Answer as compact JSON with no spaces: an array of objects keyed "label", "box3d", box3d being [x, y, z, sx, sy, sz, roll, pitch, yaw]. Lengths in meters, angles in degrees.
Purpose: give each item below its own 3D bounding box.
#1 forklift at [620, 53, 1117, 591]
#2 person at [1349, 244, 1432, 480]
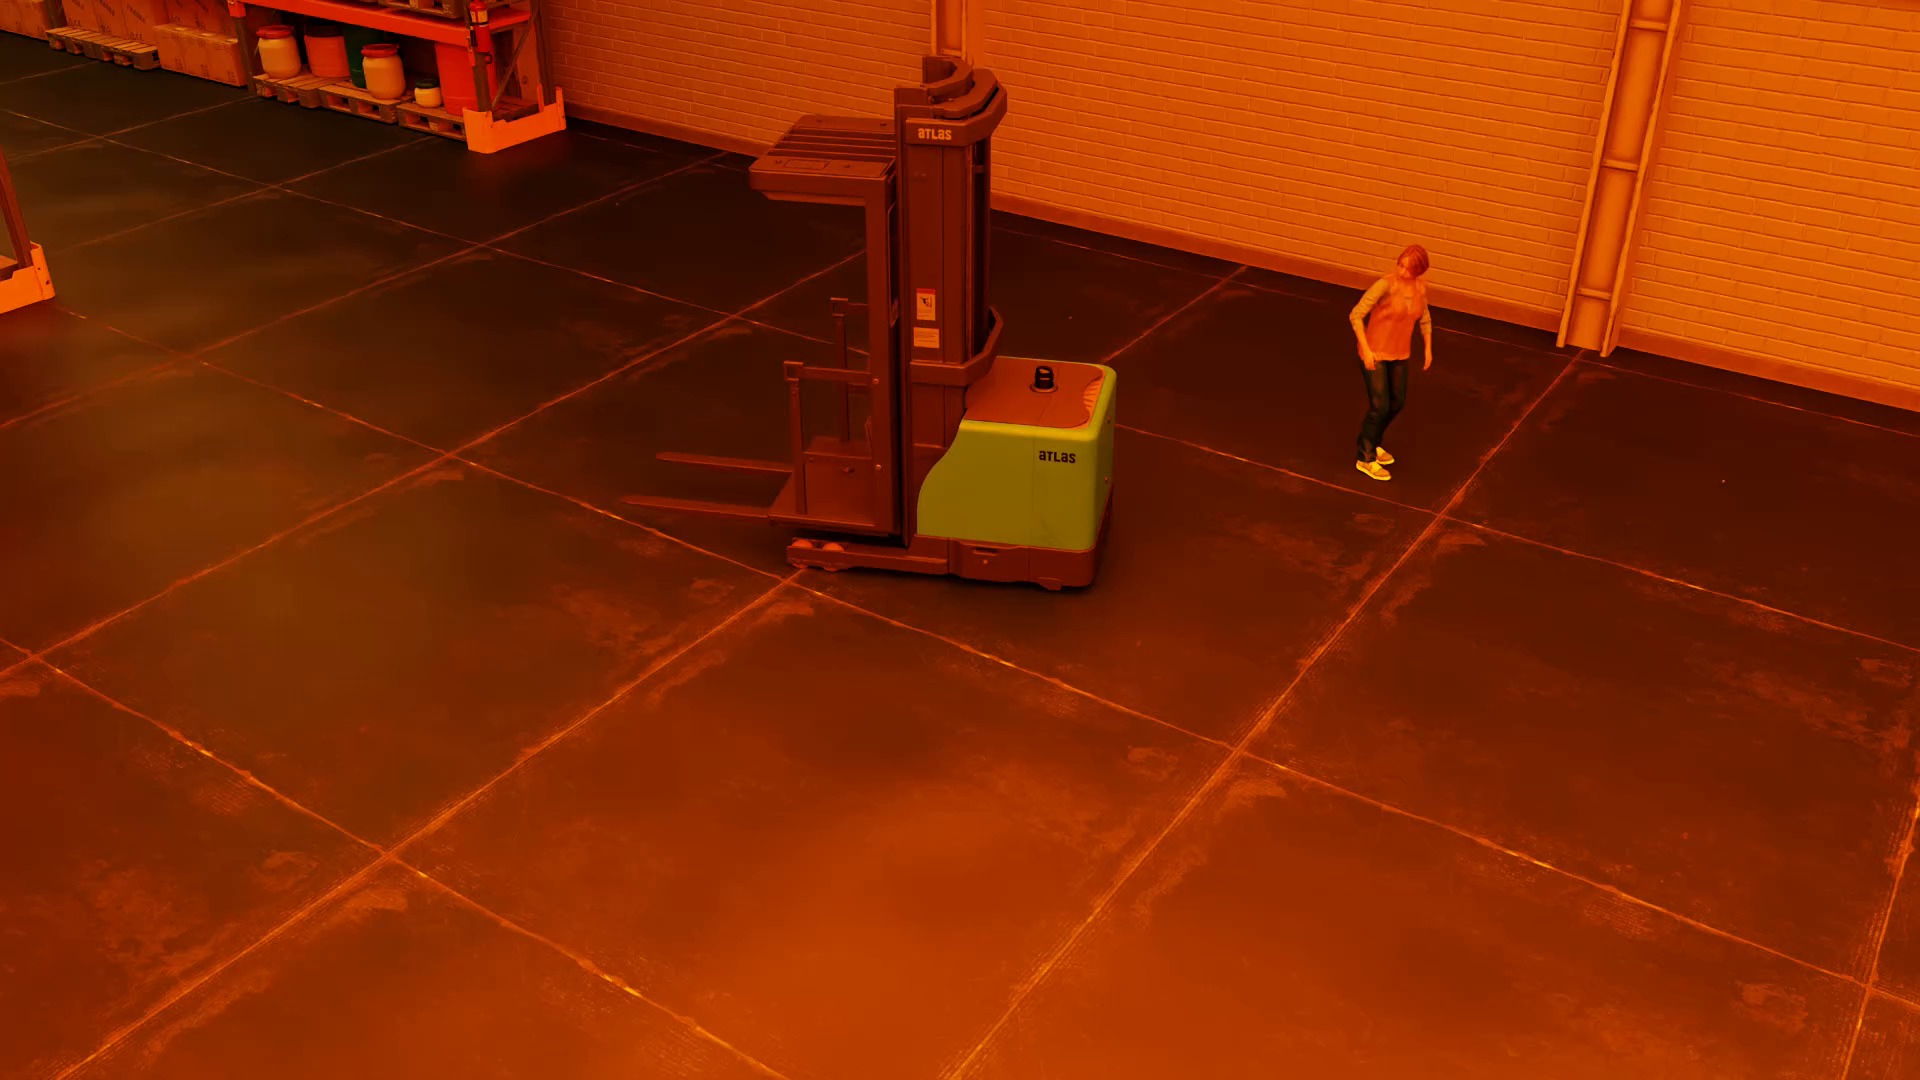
[{"label":"forklift","box3d":[-0.596,-1.330,9.871,3.031,2.935,1.130,6,31,10]},{"label":"person","box3d":[2.882,-1.194,11.002,0.608,1.573,0.447,-17,34,-27]}]
